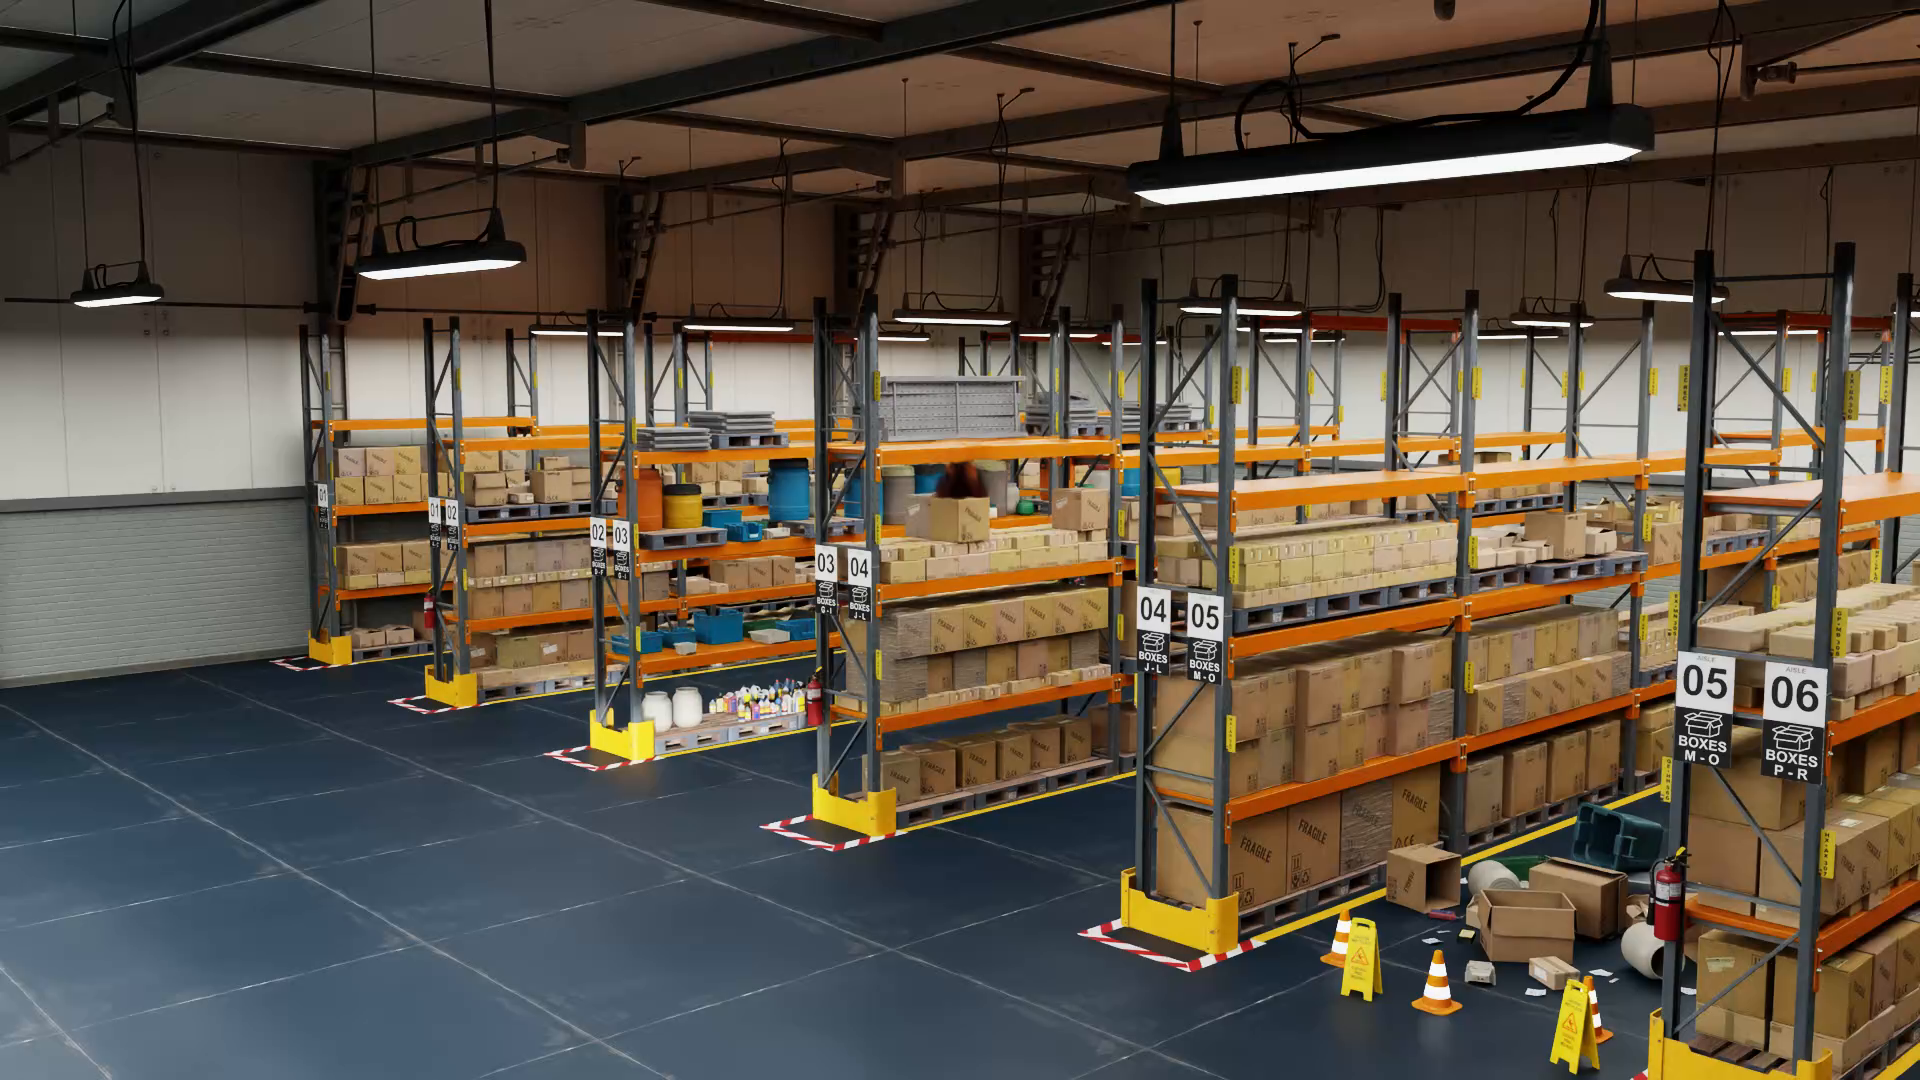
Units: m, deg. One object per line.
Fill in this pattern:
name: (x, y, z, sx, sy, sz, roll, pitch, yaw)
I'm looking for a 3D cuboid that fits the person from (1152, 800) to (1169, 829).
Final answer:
person: (2.561, 2.428, 18.946, 0.886, 1.805, 0.567, -5, 7, -39)
